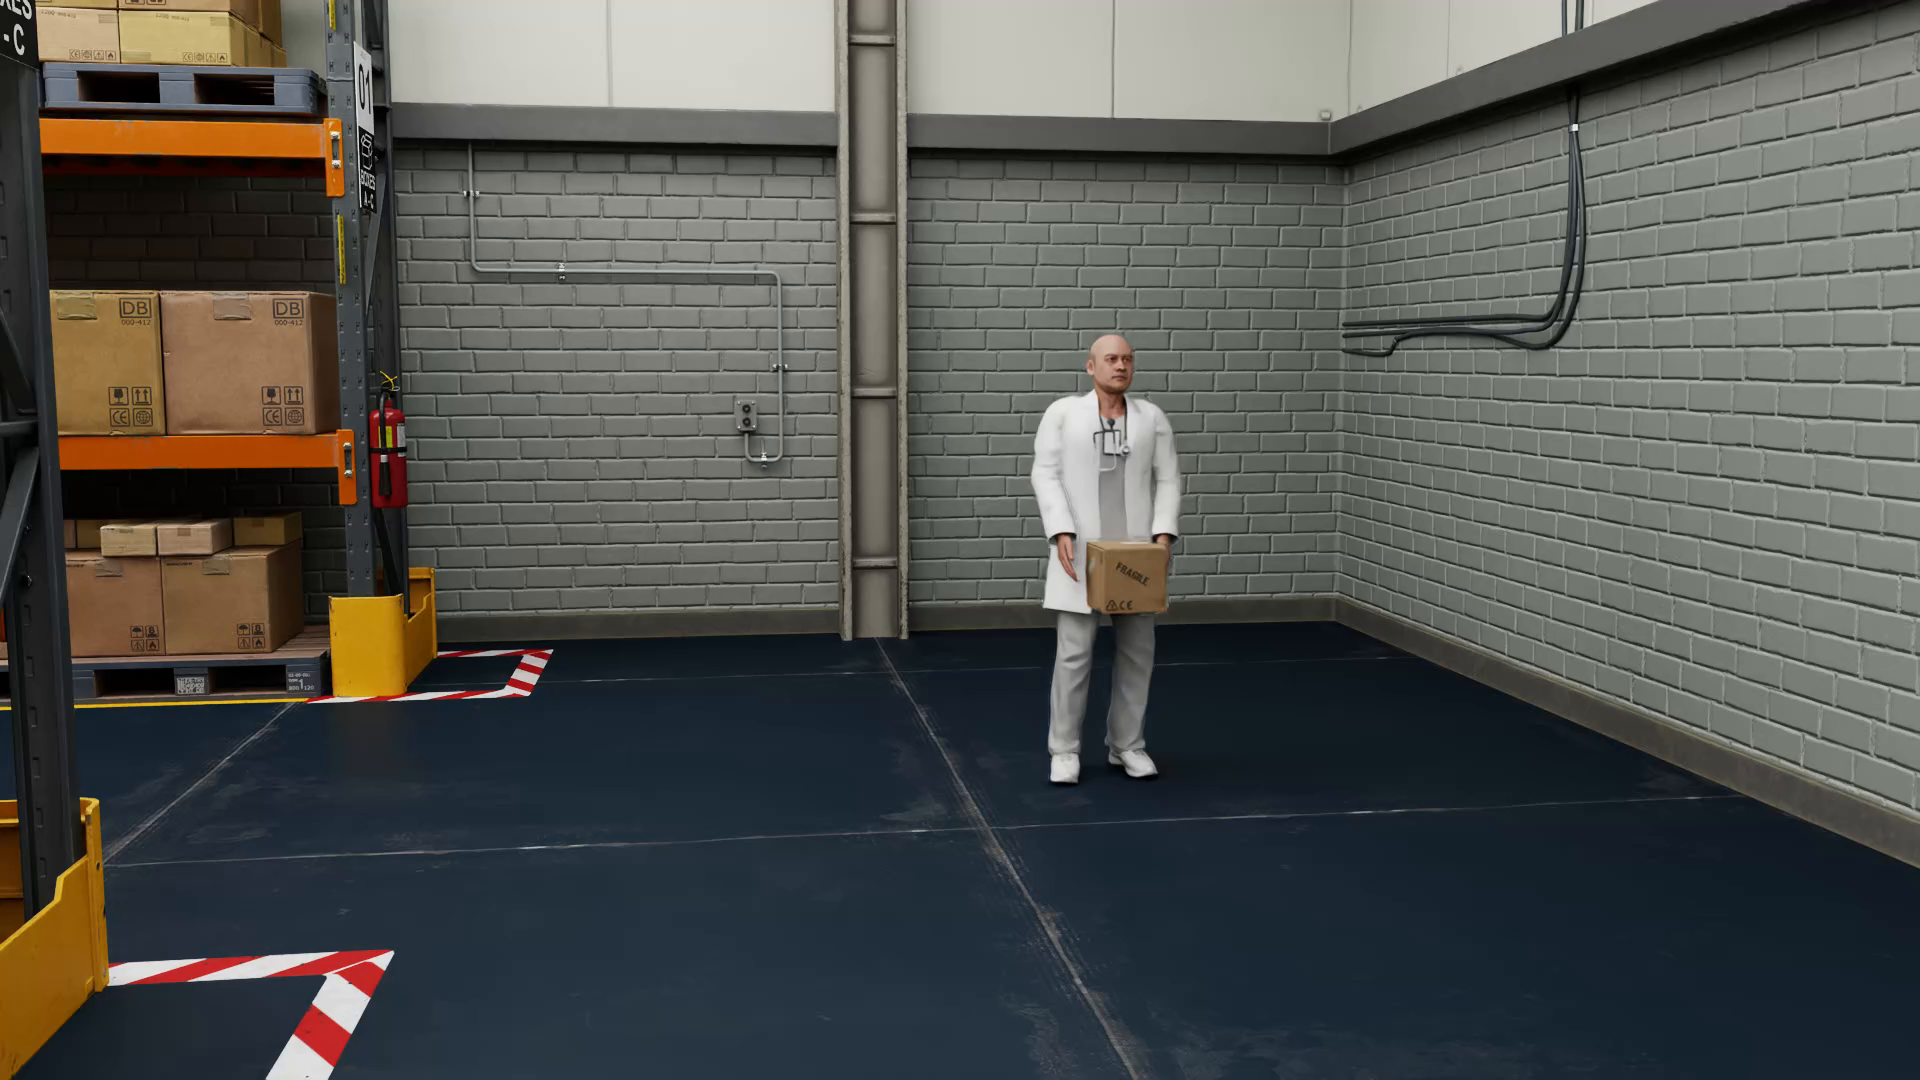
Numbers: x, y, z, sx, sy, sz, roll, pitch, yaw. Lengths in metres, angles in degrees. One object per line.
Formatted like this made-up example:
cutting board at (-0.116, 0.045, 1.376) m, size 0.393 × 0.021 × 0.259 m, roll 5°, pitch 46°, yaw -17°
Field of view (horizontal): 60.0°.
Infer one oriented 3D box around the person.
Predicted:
person at (0.602, 0.070, 6.653) m, size 0.620 × 1.775 × 0.452 m, roll -1°, pitch 6°, yaw -8°
